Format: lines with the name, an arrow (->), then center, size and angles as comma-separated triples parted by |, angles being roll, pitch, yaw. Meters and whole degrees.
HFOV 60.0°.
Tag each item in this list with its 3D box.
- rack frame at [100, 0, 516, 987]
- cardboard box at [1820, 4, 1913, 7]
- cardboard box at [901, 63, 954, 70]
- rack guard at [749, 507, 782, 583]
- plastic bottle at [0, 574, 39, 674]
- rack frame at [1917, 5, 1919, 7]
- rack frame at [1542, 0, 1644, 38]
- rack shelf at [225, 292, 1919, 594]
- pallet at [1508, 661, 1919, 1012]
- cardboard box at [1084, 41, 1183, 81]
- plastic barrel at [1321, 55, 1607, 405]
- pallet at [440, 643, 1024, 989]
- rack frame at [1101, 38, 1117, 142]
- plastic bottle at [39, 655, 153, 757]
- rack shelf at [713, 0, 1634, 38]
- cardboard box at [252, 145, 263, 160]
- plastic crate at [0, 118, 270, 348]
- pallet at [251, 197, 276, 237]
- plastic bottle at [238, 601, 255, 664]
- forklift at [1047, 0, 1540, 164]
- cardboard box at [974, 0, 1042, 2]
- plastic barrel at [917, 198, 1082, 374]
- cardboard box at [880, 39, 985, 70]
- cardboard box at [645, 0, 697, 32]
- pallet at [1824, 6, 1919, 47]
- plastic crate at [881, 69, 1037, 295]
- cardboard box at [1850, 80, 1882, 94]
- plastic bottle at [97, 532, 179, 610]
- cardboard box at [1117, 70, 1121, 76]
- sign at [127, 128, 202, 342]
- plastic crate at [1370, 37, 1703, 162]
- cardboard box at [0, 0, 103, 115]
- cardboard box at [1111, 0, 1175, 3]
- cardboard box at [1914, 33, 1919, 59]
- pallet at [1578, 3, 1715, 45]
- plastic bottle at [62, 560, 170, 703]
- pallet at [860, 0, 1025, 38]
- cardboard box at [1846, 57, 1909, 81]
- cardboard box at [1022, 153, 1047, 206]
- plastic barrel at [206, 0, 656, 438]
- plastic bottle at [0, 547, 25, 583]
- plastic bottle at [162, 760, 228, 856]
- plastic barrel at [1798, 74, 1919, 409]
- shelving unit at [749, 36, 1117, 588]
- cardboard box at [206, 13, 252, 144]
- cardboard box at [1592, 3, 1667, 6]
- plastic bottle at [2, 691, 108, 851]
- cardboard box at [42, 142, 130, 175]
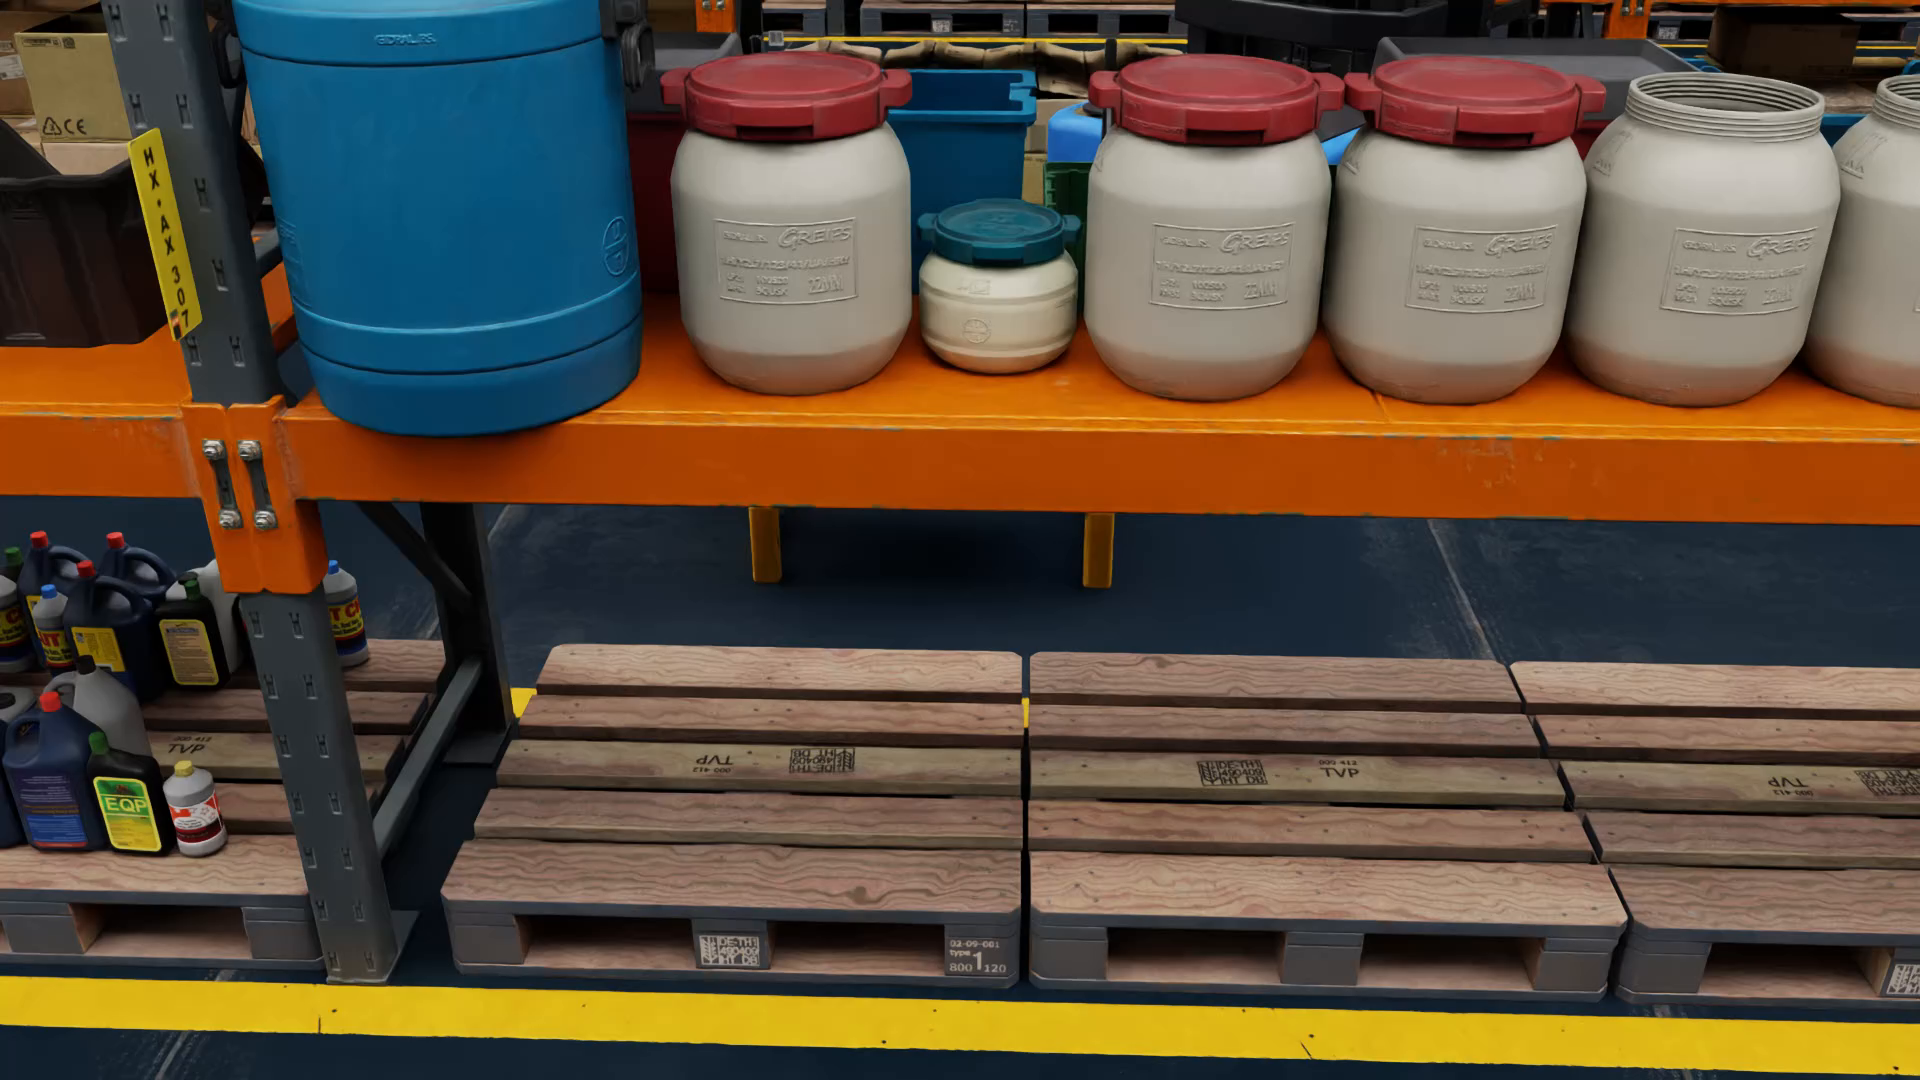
rack frame -> -1.246, -0.624, 3.225 | 0.127, 3.000, 1.000 | 1, 28, 2
cardboard box -> 6.444, -4.315, 12.034 | 0.750, 0.750, 0.750 | 1, 28, 2
cardboard box -> -0.163, -2.027, 7.759 | 0.500, 0.311, 0.500 | 1, 28, 1
rack guard -> -0.574, -0.120, 5.209 | 0.087, 0.250, 0.587 | 1, 28, 2
plastic bottle -> -2.375, 0.191, 4.130 | 0.097, 0.271, 0.097 | 0, 28, 0
rack frame -> 7.099, -5.129, 11.723 | 0.127, 3.000, 1.000 | 1, 28, 2
rack frame -> 2.930, -2.876, 7.474 | 0.127, 3.000, 1.000 | 1, 28, 2
rack shelf -> 0.753, -0.273, 3.331 | 4.000, 0.370, 1.077 | 1, 28, 2
pallet -> 1.979, 0.643, 3.811 | 1.213, 0.211, 1.003 | 1, 28, 2
cardboard box -> 0.868, -2.263, 8.206 | 0.500, 0.311, 0.500 | 1, 28, 1
plastic barrel -> 0.868, -0.546, 2.933 | 0.433, 0.535, 0.433 | 0, 28, 0
pallet -> -0.460, 0.603, 3.888 | 1.213, 0.211, 1.003 | 1, 28, 2
rack frame -> 0.423, -0.656, 4.886 | 0.032, 1.500, 0.500 | 1, 28, 2
plastic bottle -> -1.895, 0.409, 3.635 | 0.185, 0.351, 0.144 | 1, 28, 2
rack shelf -> 0.931, -2.592, 7.704 | 4.000, 0.370, 1.077 | 1, 28, 2
cardboard box -> -3.038, -1.841, 8.007 | 0.500, 0.250, 0.500 | 1, 28, 2
plastic crate -> -1.765, -0.665, 3.368 | 0.504, 0.338, 0.767 | 1, 28, 2
pallet -> -3.083, -1.762, 8.349 | 1.213, 0.211, 1.003 | 1, 28, 2
plastic bottle -> -1.752, 0.204, 4.180 | 0.097, 0.201, 0.097 | 0, 28, 0
forklift -> 1.610, -2.221, 6.311 | 1.130, 2.935, 3.031 | 21, 34, 34
cardboard box -> 0.358, -4.362, 12.475 | 0.500, 0.500, 0.700 | 0, 28, 1
plastic barrel -> 0.071, -0.469, 3.080 | 0.301, 0.262, 0.301 | 0, 28, 0
cardboard box -> -0.132, -2.283, 8.242 | 0.500, 0.311, 0.500 | 2, 28, 3
cardboard box -> -1.520, -2.399, 8.259 | 0.500, 0.500, 0.500 | 1, 28, 2
pallet -> 6.325, -3.874, 12.334 | 1.213, 0.211, 1.003 | 1, 28, 2
plastic crate -> -0.133, -0.744, 3.469 | 0.575, 0.384, 0.392 | 1, 28, 2
cardboard box -> 4.399, -1.808, 7.658 | 0.500, 0.500, 0.500 | 1, 28, 1
plastic bottle -> -2.038, 0.144, 4.134 | 0.185, 0.351, 0.144 | 2, 28, 3
cardboard box -> 0.873, -2.013, 7.733 | 0.500, 0.311, 0.500 | 2, 28, 3
sign -> -1.276, -0.489, 2.674 | 0.005, 0.325, 0.100 | 1, 28, 2
plastic crate -> 1.147, -0.756, 3.405 | 0.583, 0.464, 0.402 | 1, 28, 2
cardboard box -> -4.519, -2.441, 8.339 | 0.500, 0.500, 0.500 | 1, 28, 2
cardboard box -> 1.371, -4.331, 12.416 | 0.500, 0.500, 0.700 | 1, 28, 2
cardboard box -> 4.952, -2.378, 7.932 | 0.500, 0.250, 0.500 | 0, 28, 1
pallet -> 5.102, -3.893, 12.369 | 1.213, 0.211, 1.003 | 1, 28, 2
plastic bottle -> -2.043, 0.212, 4.006 | 0.185, 0.351, 0.144 | 1, 28, 2
pallet -> -0.118, -4.017, 12.603 | 1.213, 0.211, 1.003 | 1, 28, 2
cardboard box -> 4.390, -2.052, 8.118 | 0.500, 0.500, 0.500 | 0, 28, 0
cardboard box -> 0.355, -1.774, 7.882 | 0.500, 0.250, 0.500 | 0, 28, 0
plastic barrel -> -0.871, -0.697, 2.828 | 0.708, 0.901, 0.600 | 1, 28, 2
plastic bottle -> -2.390, 0.149, 4.197 | 0.133, 0.283, 0.061 | 2, 28, 4
plastic bottle -> -1.620, 0.558, 3.513 | 0.097, 0.201, 0.097 | 0, 28, 0
plastic barrel -> 1.716, -0.524, 2.917 | 0.421, 0.512, 0.421 | 0, 28, 0
shelving unit -> -0.076, -0.664, 4.901 | 1.083, 1.500, 0.587 | 1, 28, 2
cardboard box -> -3.537, -2.188, 7.862 | 0.500, 0.500, 0.500 | 1, 28, 2
cardboard box -> 4.707, -4.340, 12.081 | 0.750, 0.750, 0.750 | 1, 28, 2
plastic bottle -> -1.900, 0.476, 3.508 | 0.185, 0.351, 0.144 | 0, 28, 0
cardboard box -> -4.037, -1.860, 8.043 | 0.500, 0.250, 0.500 | 1, 28, 2
